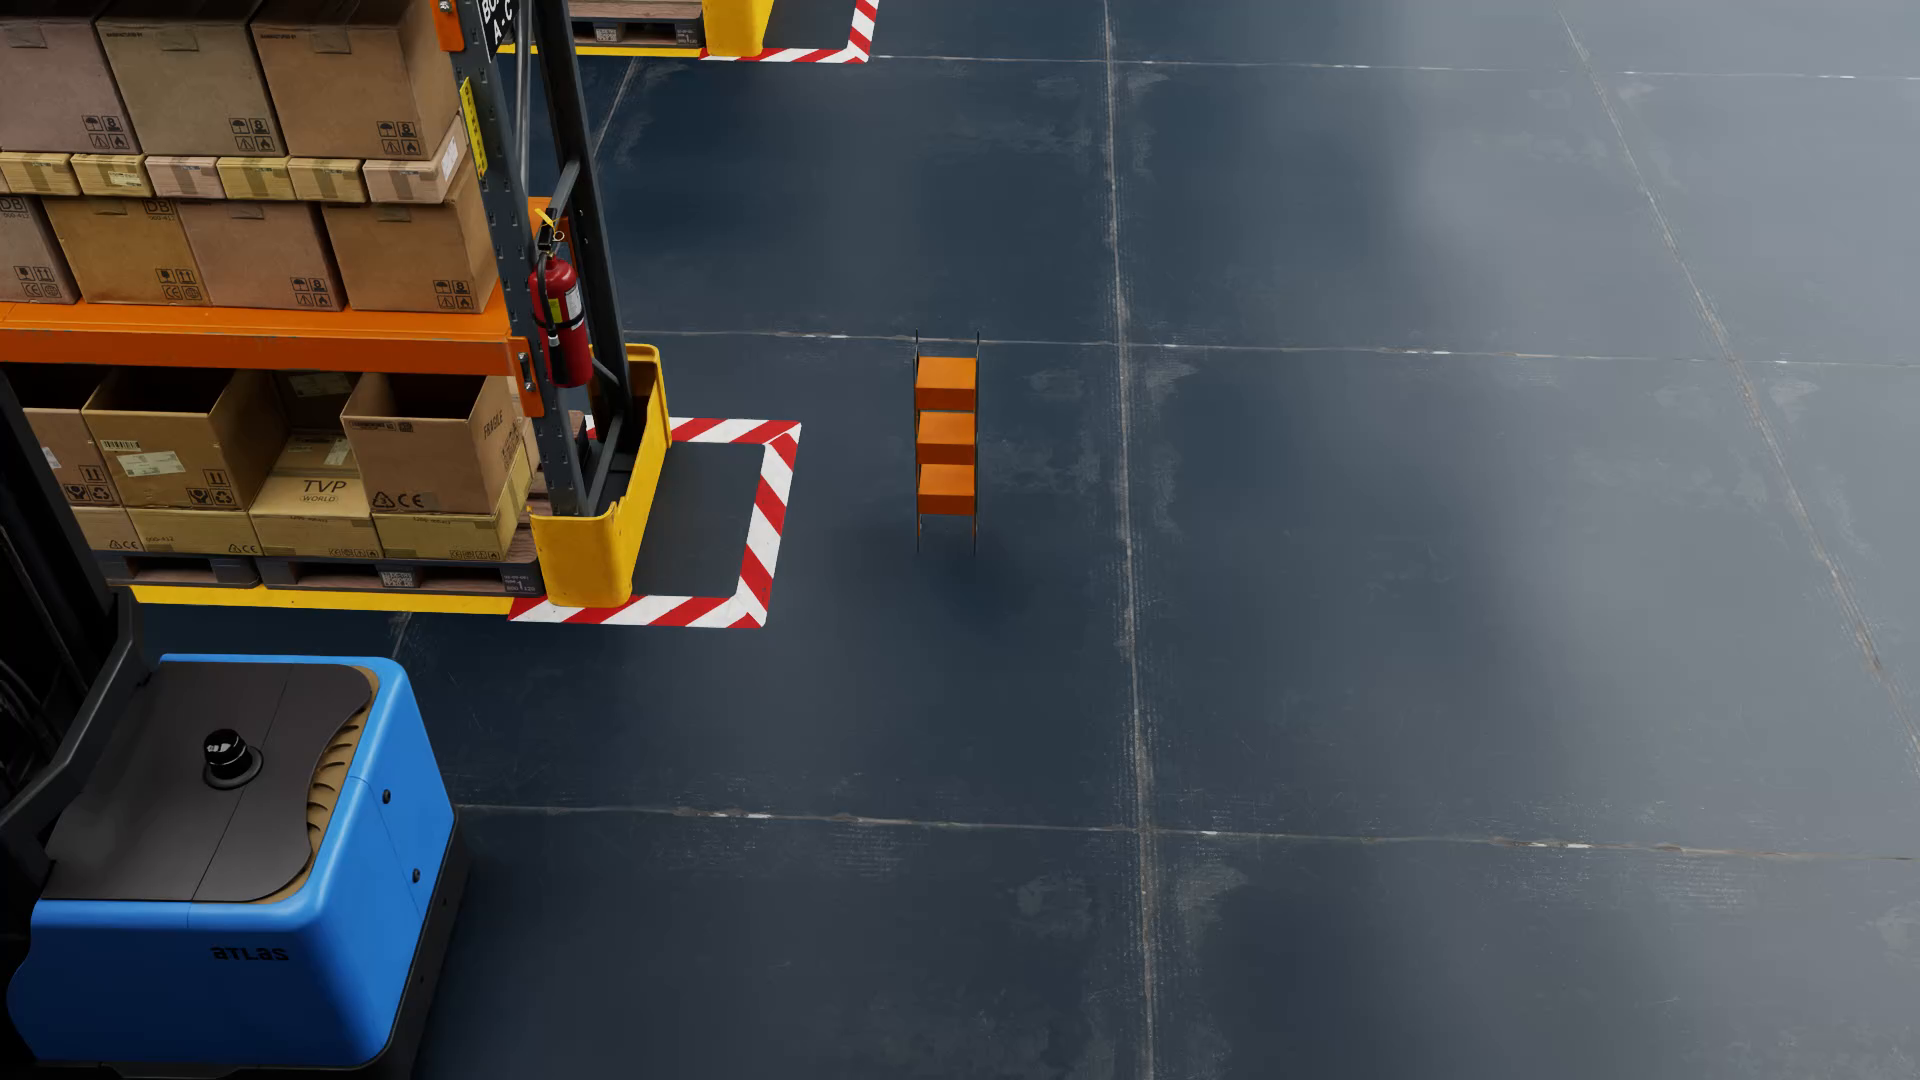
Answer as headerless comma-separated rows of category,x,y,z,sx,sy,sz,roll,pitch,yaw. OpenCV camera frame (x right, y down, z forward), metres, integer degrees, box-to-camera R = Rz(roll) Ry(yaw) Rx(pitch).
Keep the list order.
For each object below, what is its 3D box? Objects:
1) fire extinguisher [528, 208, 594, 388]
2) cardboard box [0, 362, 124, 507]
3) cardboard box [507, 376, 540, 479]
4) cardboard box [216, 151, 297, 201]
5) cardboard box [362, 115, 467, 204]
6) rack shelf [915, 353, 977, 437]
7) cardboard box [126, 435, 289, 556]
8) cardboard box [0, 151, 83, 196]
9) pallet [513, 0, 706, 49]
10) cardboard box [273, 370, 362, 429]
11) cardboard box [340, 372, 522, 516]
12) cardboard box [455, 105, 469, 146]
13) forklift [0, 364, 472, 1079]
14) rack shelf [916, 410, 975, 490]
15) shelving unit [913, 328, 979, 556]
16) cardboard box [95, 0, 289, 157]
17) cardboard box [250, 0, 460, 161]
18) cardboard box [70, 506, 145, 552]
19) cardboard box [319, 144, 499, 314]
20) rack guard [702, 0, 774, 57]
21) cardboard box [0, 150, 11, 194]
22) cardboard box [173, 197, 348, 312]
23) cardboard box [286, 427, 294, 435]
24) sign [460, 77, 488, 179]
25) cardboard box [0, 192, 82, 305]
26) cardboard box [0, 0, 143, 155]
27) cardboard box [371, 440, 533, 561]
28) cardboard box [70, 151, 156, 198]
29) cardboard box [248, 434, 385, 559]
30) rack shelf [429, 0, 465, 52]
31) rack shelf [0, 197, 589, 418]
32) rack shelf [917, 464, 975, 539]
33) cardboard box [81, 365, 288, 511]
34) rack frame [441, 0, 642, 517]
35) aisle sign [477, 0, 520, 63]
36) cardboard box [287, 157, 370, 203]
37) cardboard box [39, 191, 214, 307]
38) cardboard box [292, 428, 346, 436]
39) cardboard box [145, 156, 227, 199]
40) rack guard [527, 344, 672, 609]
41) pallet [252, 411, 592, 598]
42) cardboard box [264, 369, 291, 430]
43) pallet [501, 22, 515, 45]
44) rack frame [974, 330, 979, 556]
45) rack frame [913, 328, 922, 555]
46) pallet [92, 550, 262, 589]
fire extinguisher,-1.465,-0.866,6.036,0.183,0.674,0.296,2,43,2
cardboard box,-3.611,-0.487,6.732,0.500,0.500,0.500,2,43,2
cardboard box,-2.088,-0.530,7.328,0.500,0.250,0.500,2,43,2
cardboard box,-2.470,-1.385,5.987,0.250,0.149,0.380,1,43,1
cardboard box,-1.953,-1.371,5.971,0.250,0.149,0.380,1,43,1
rack shelf,-0.053,-0.586,6.708,0.240,0.259,0.215,2,43,2
cardboard box,-3.111,-0.199,6.972,0.500,0.250,0.500,2,43,2
cardboard box,-3.246,-1.409,6.013,0.250,0.149,0.380,3,43,3
pallet,-2.225,-3.566,10.923,1.213,0.211,1.003,2,43,2
cardboard box,-2.588,-0.819,7.087,0.500,0.500,0.500,2,43,2
cardboard box,-2.112,-0.450,6.692,0.500,0.500,0.500,2,43,2
cardboard box,-1.945,-1.647,6.268,0.250,0.149,0.380,1,43,2
forklift,-3.261,0.392,4.679,3.031,2.935,1.130,1,43,1
rack shelf,-0.053,-0.378,6.901,0.240,0.259,0.215,2,43,2
shelving unit,-0.053,-0.386,6.894,0.252,1.050,0.215,2,43,2
cardboard box,-2.607,-1.763,5.917,0.500,0.500,0.700,1,43,1
cardboard box,-2.081,-1.751,5.903,0.500,0.500,0.700,2,43,2
cardboard box,-3.610,-0.215,6.990,0.500,0.250,0.500,2,43,2
cardboard box,-2.028,-1.274,6.344,0.500,0.500,0.700,2,43,2
rack guard,-1.414,-3.643,10.794,0.348,0.500,1.175,2,43,2
cardboard box,-3.502,-1.417,6.021,0.250,0.149,0.380,1,43,1
cardboard box,-2.553,-1.287,6.358,0.500,0.500,0.700,3,43,3
cardboard box,-3.087,-0.559,7.358,0.500,0.250,0.500,2,43,2
sign,-1.601,-1.356,5.482,0.005,0.325,0.100,2,43,2
cardboard box,-3.575,-1.320,6.393,0.500,0.500,0.700,3,43,3
cardboard box,-3.110,-1.778,5.933,0.500,0.500,0.700,2,43,2
cardboard box,-2.111,-0.178,6.949,0.500,0.250,0.500,2,43,2
cardboard box,-2.983,-1.402,6.006,0.250,0.149,0.380,3,43,3
cardboard box,-2.611,-0.185,6.957,0.500,0.250,0.500,2,43,2
rack shelf,-3.560,-2.110,5.642,4.000,0.370,1.077,2,43,2
rack shelf,-3.560,-1.013,6.664,4.000,0.370,1.077,2,43,2
rack shelf,-0.053,-0.175,7.091,0.240,0.259,0.215,2,43,2
cardboard box,-3.111,-0.471,6.714,0.500,0.500,0.500,2,43,2
rack frame,-1.562,-1.215,6.353,0.127,3.000,1.000,2,43,2
aisle sign,-1.510,-1.964,5.250,0.004,0.787,0.394,2,43,2
cardboard box,-2.214,-1.378,5.979,0.250,0.149,0.380,3,43,3
cardboard box,-3.049,-1.306,6.378,0.500,0.500,0.700,2,43,2
cardboard box,-2.588,-0.543,7.341,0.500,0.250,0.500,2,43,2
cardboard box,-2.721,-1.395,5.997,0.250,0.149,0.380,2,43,2
rack guard,-1.538,-0.299,7.205,0.348,0.500,1.175,2,43,2
pallet,-2.328,-0.189,7.298,1.213,0.211,1.003,2,43,2
cardboard box,-3.088,-0.825,7.094,0.500,0.500,0.500,2,43,2
pallet,-3.440,-3.605,10.965,1.213,0.211,1.003,2,43,2
rack frame,0.068,-0.382,6.890,0.008,1.050,0.200,2,43,2
rack frame,-0.175,-0.390,6.898,0.008,1.050,0.200,2,43,2
pallet,-3.544,-0.229,7.341,1.213,0.211,1.003,2,43,2
